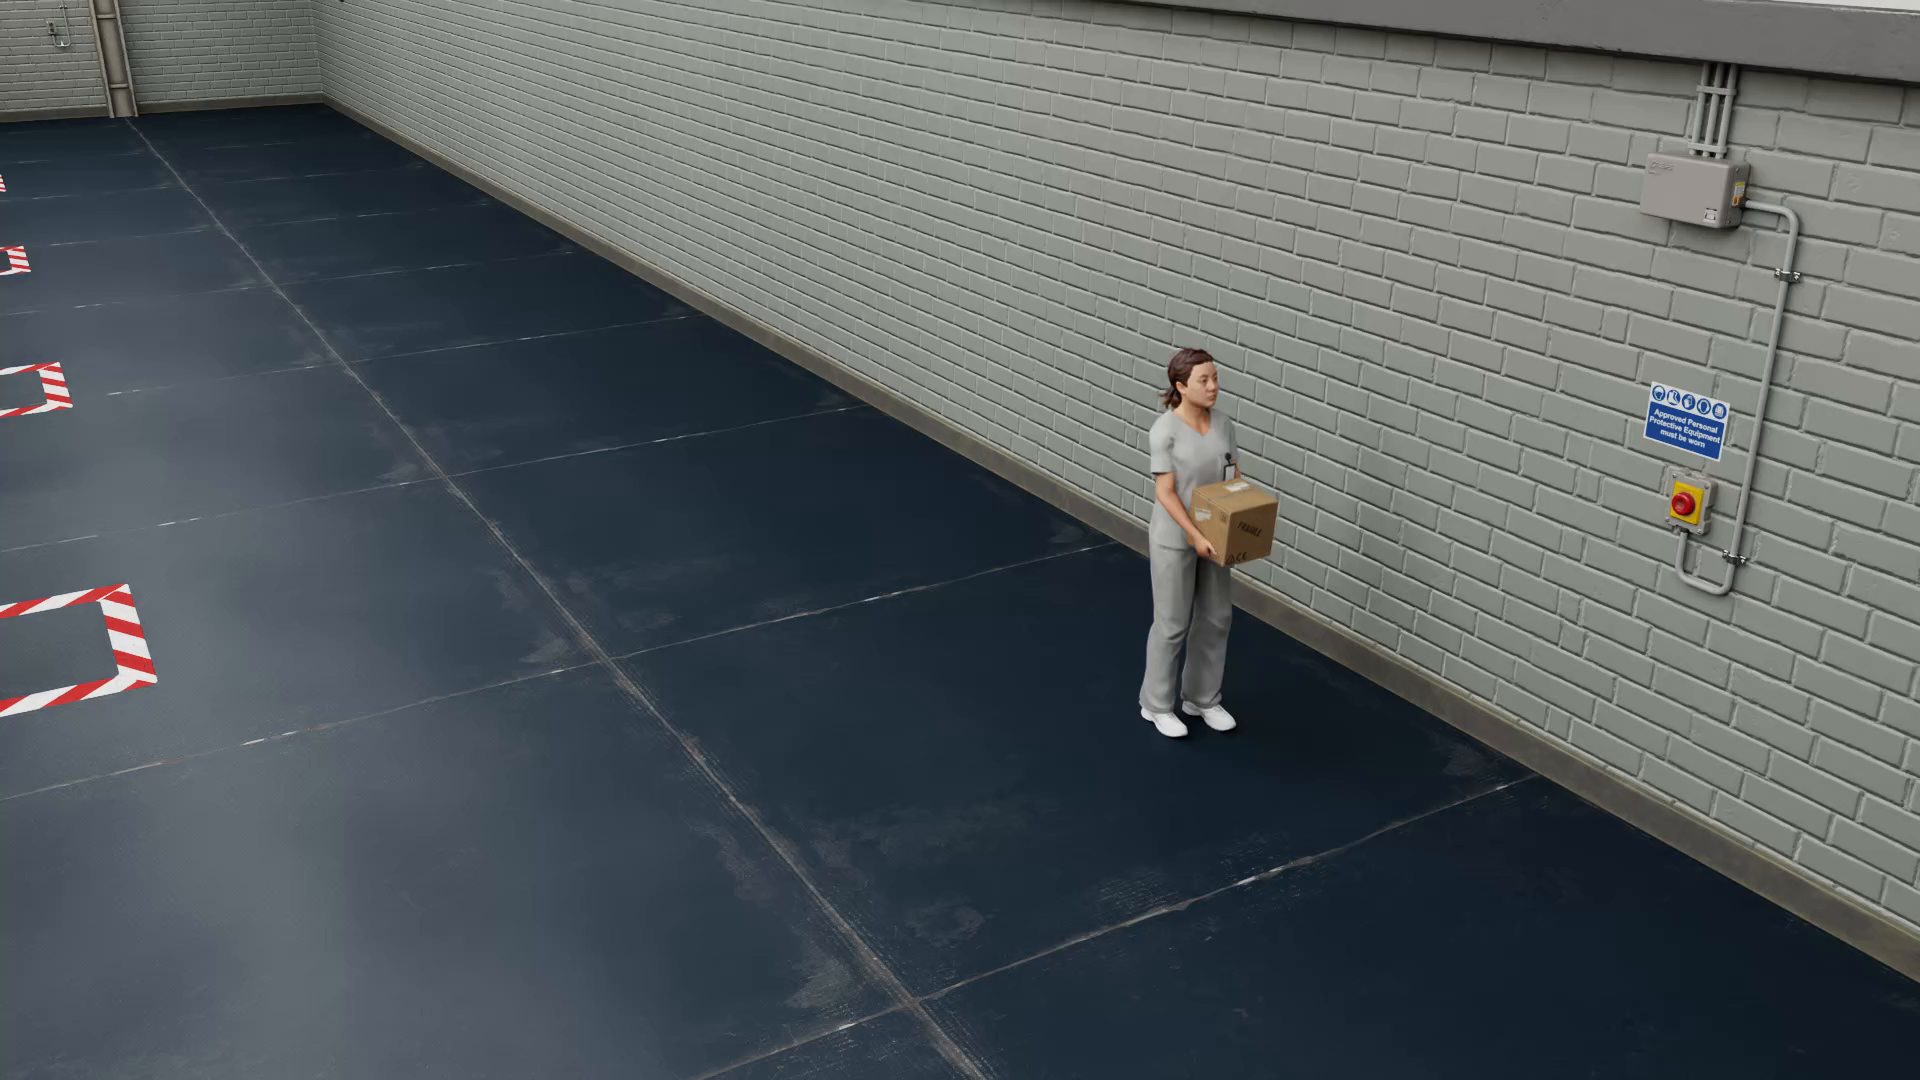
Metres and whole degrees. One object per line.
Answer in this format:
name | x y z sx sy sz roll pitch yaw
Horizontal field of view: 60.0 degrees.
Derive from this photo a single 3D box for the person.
person | 1.021 0.031 7.020 0.447 1.667 0.535 -13 25 -28
